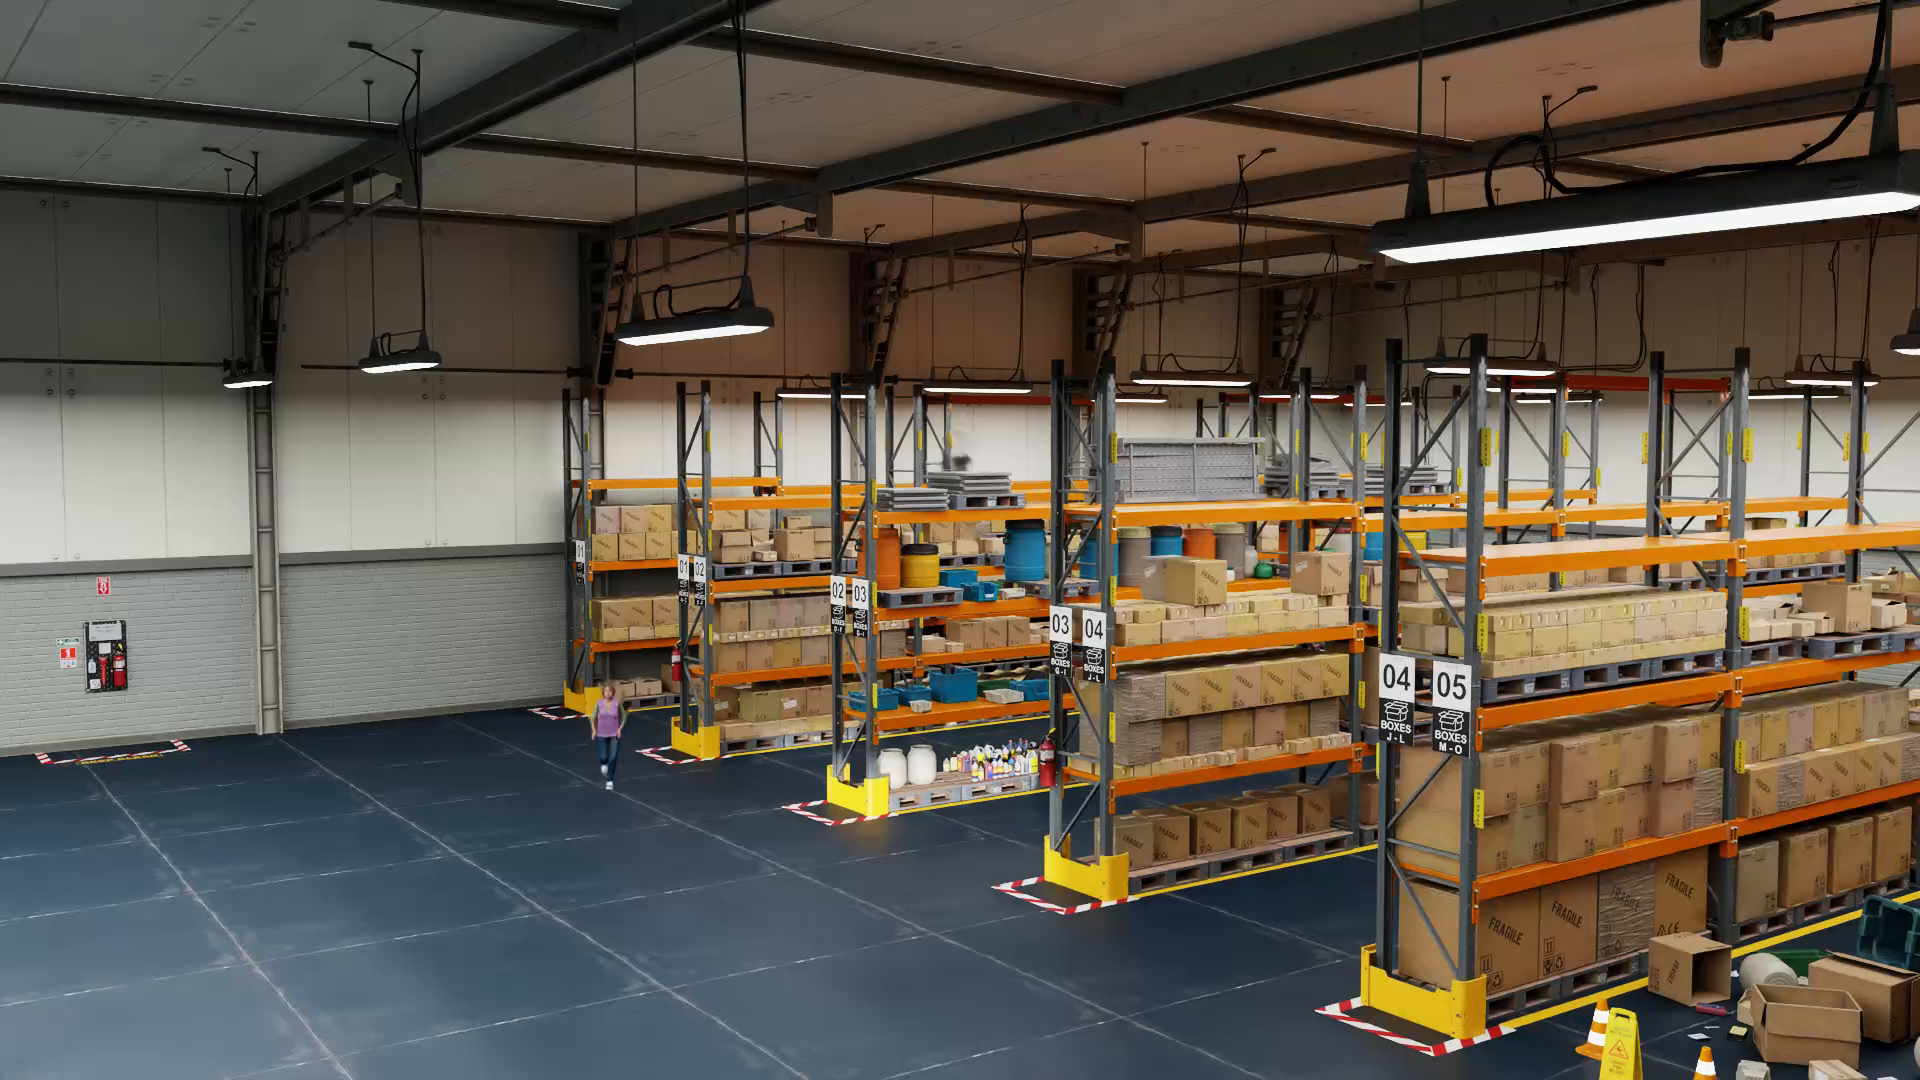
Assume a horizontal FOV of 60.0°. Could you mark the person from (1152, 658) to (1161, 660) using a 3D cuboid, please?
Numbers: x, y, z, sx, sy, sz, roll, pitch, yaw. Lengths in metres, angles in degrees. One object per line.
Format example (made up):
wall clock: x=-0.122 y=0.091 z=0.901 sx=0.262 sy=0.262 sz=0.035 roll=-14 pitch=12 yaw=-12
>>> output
person: x=3.337 y=2.388 z=29.051 sx=0.983 sy=1.758 sz=0.698 roll=-3 pitch=5 yaw=-43

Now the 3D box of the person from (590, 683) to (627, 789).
person: x=-5.118 y=2.844 z=24.242 sx=0.527 sy=1.552 sz=0.574 roll=-1 pitch=4 yaw=-11
